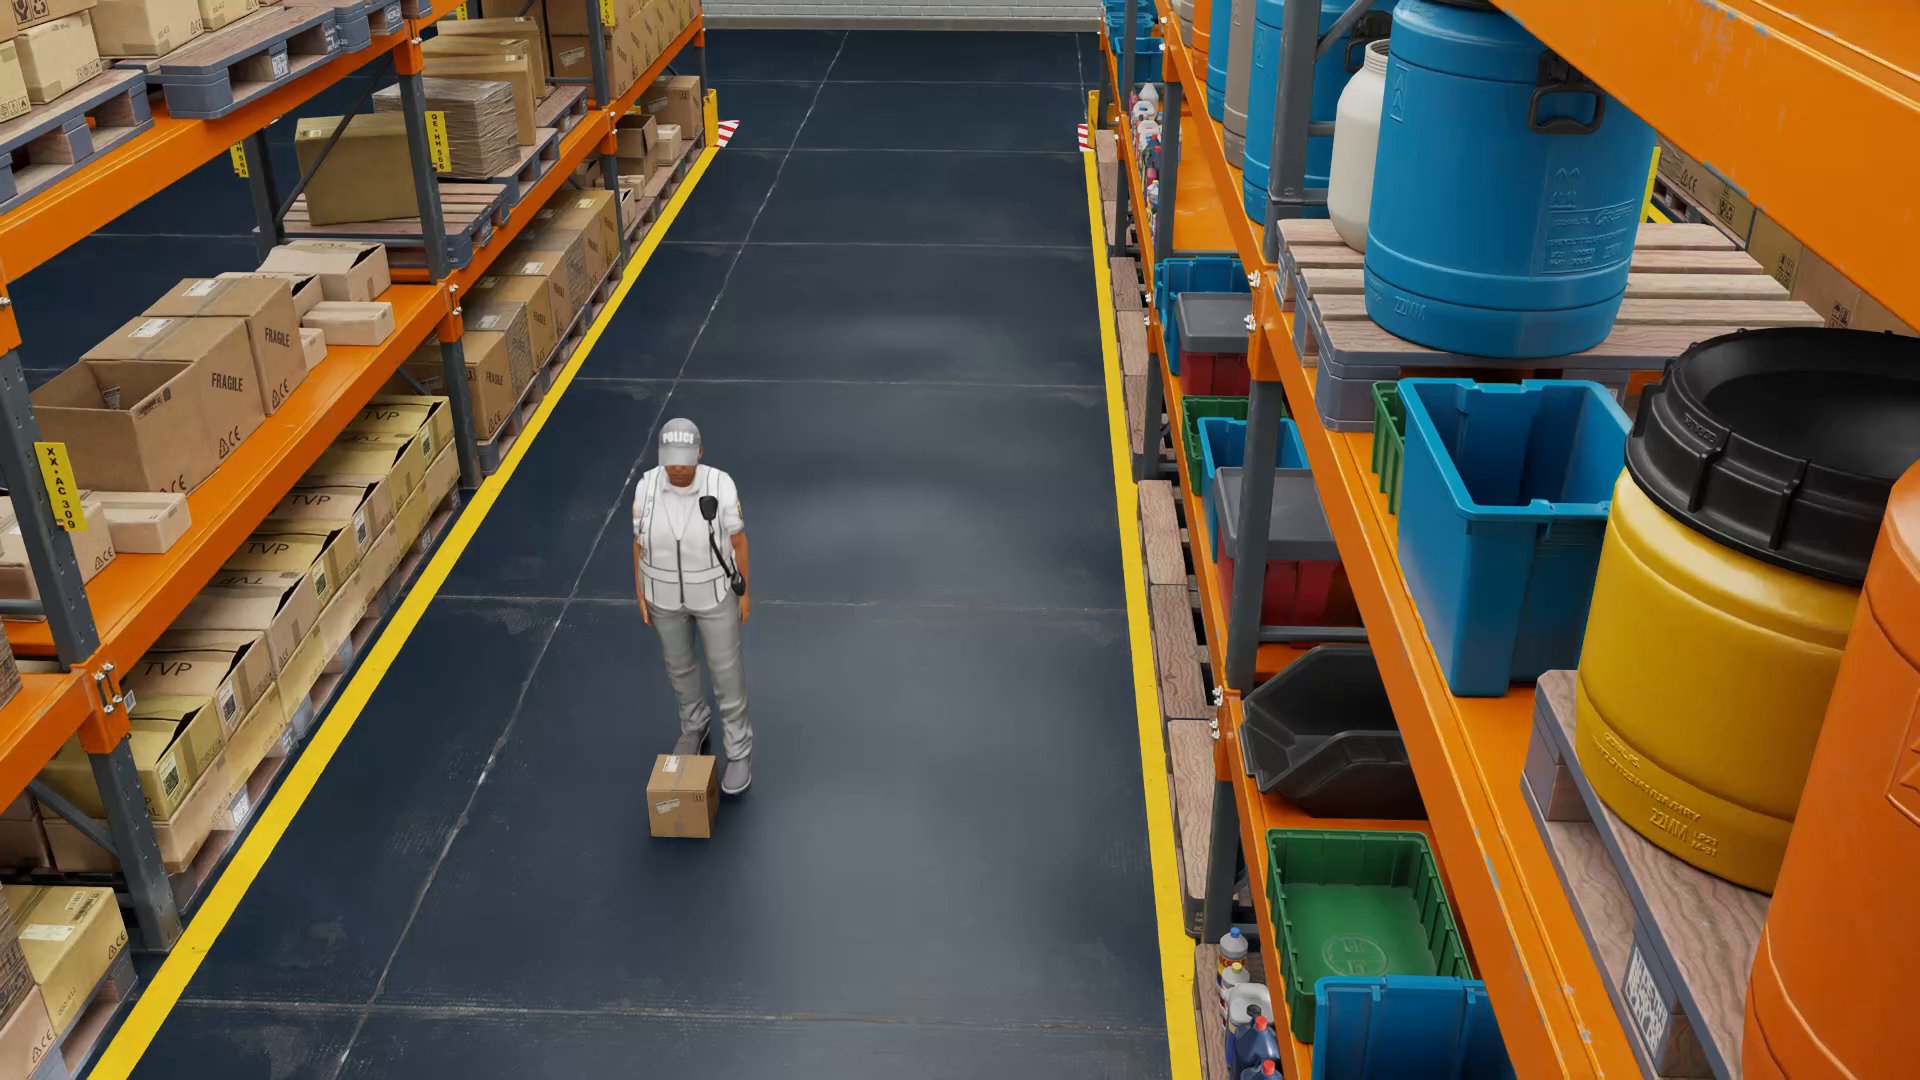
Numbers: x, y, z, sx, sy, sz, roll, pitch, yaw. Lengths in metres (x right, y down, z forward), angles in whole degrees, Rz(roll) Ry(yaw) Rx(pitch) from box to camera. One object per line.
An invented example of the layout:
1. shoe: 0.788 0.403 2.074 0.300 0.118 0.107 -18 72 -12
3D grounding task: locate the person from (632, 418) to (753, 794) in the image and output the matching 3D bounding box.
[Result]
1. person: -1.155 0.268 7.115 0.488 1.666 0.494 1 28 2
